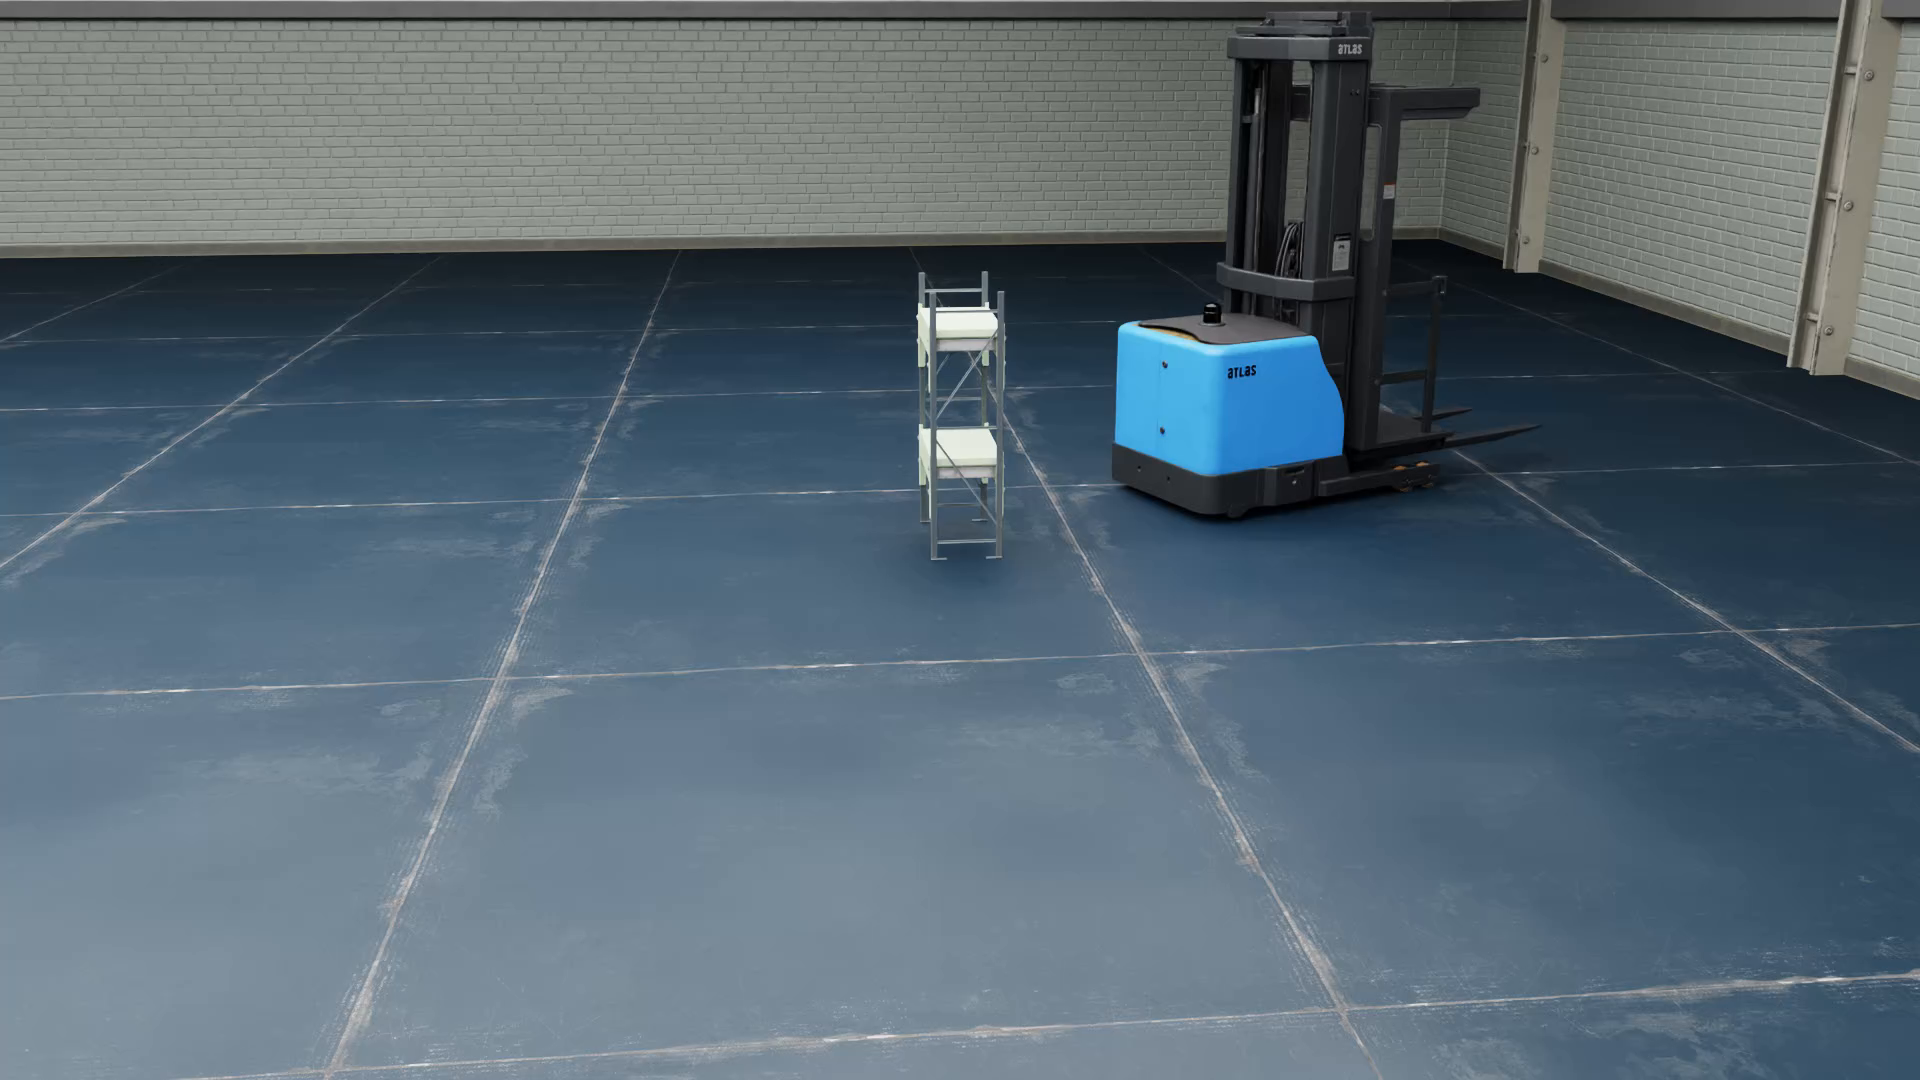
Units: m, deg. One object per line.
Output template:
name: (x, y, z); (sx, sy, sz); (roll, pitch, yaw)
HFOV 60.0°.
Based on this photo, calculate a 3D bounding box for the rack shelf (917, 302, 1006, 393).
rack shelf: (-0.001, -1.090, 9.342); (0.431, 0.370, 0.720); (-2, 18, -6)

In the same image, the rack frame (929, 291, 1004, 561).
rack frame: (0.037, -0.609, 9.111); (0.400, 1.500, 0.023); (-2, 18, -6)

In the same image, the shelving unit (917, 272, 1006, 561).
shelving unit: (-0.001, -0.718, 9.459); (0.431, 1.500, 0.755); (-2, 18, -6)

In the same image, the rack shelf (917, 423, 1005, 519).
rack shelf: (-0.001, -0.407, 9.556); (0.431, 0.370, 0.720); (-2, 18, -6)

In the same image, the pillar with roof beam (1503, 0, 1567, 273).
pillar with roof beam: (2.483, -7.412, 18.264); (9.100, 9.000, 0.400); (-2, 18, -6)

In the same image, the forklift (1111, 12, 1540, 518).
forklift: (2.511, -1.831, 10.616); (3.031, 2.935, 1.130); (-10, 20, -28)

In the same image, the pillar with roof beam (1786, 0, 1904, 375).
pillar with roof beam: (3.101, -5.625, 12.570); (9.100, 9.000, 0.400); (-2, 18, -6)

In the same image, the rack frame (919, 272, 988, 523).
rack frame: (-0.038, -0.827, 9.806); (0.400, 1.500, 0.023); (-2, 18, -6)
